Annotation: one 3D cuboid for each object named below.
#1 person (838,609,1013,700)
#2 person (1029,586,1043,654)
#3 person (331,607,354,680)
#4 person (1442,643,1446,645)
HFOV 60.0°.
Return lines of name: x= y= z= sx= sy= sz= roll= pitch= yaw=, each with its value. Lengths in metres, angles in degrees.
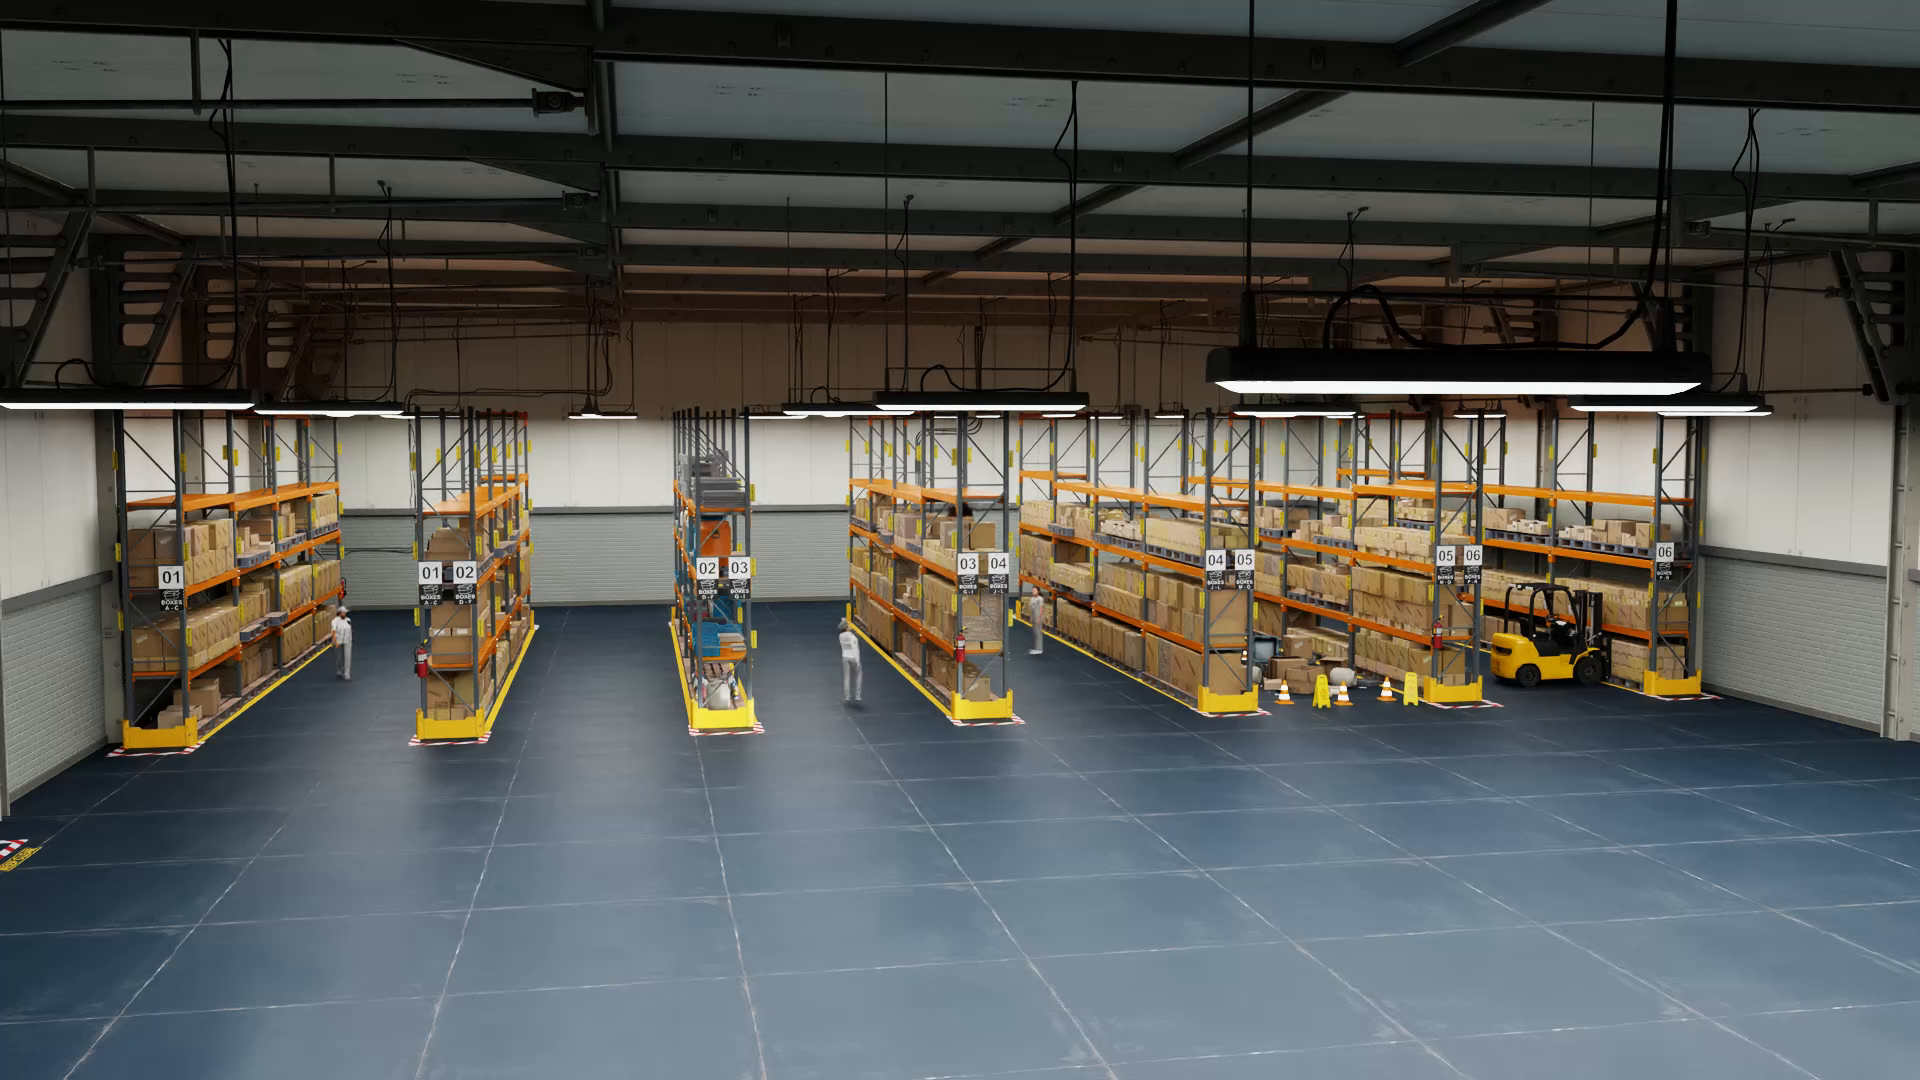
person: x=-0.702 y=2.335 z=33.348 sx=3.856 sy=2.141 sz=1.324 roll=1 pitch=4 yaw=14
person: x=1.875 y=1.963 z=41.010 sx=0.349 sy=1.674 sz=0.475 roll=-2 pitch=5 yaw=-28
person: x=-13.725 y=2.288 z=36.990 sx=0.472 sy=1.622 sz=0.978 roll=-1 pitch=4 yaw=-18
person: x=11.188 y=2.328 z=38.508 sx=0.386 sy=1.374 sz=0.462 roll=2 pitch=4 yaw=25
